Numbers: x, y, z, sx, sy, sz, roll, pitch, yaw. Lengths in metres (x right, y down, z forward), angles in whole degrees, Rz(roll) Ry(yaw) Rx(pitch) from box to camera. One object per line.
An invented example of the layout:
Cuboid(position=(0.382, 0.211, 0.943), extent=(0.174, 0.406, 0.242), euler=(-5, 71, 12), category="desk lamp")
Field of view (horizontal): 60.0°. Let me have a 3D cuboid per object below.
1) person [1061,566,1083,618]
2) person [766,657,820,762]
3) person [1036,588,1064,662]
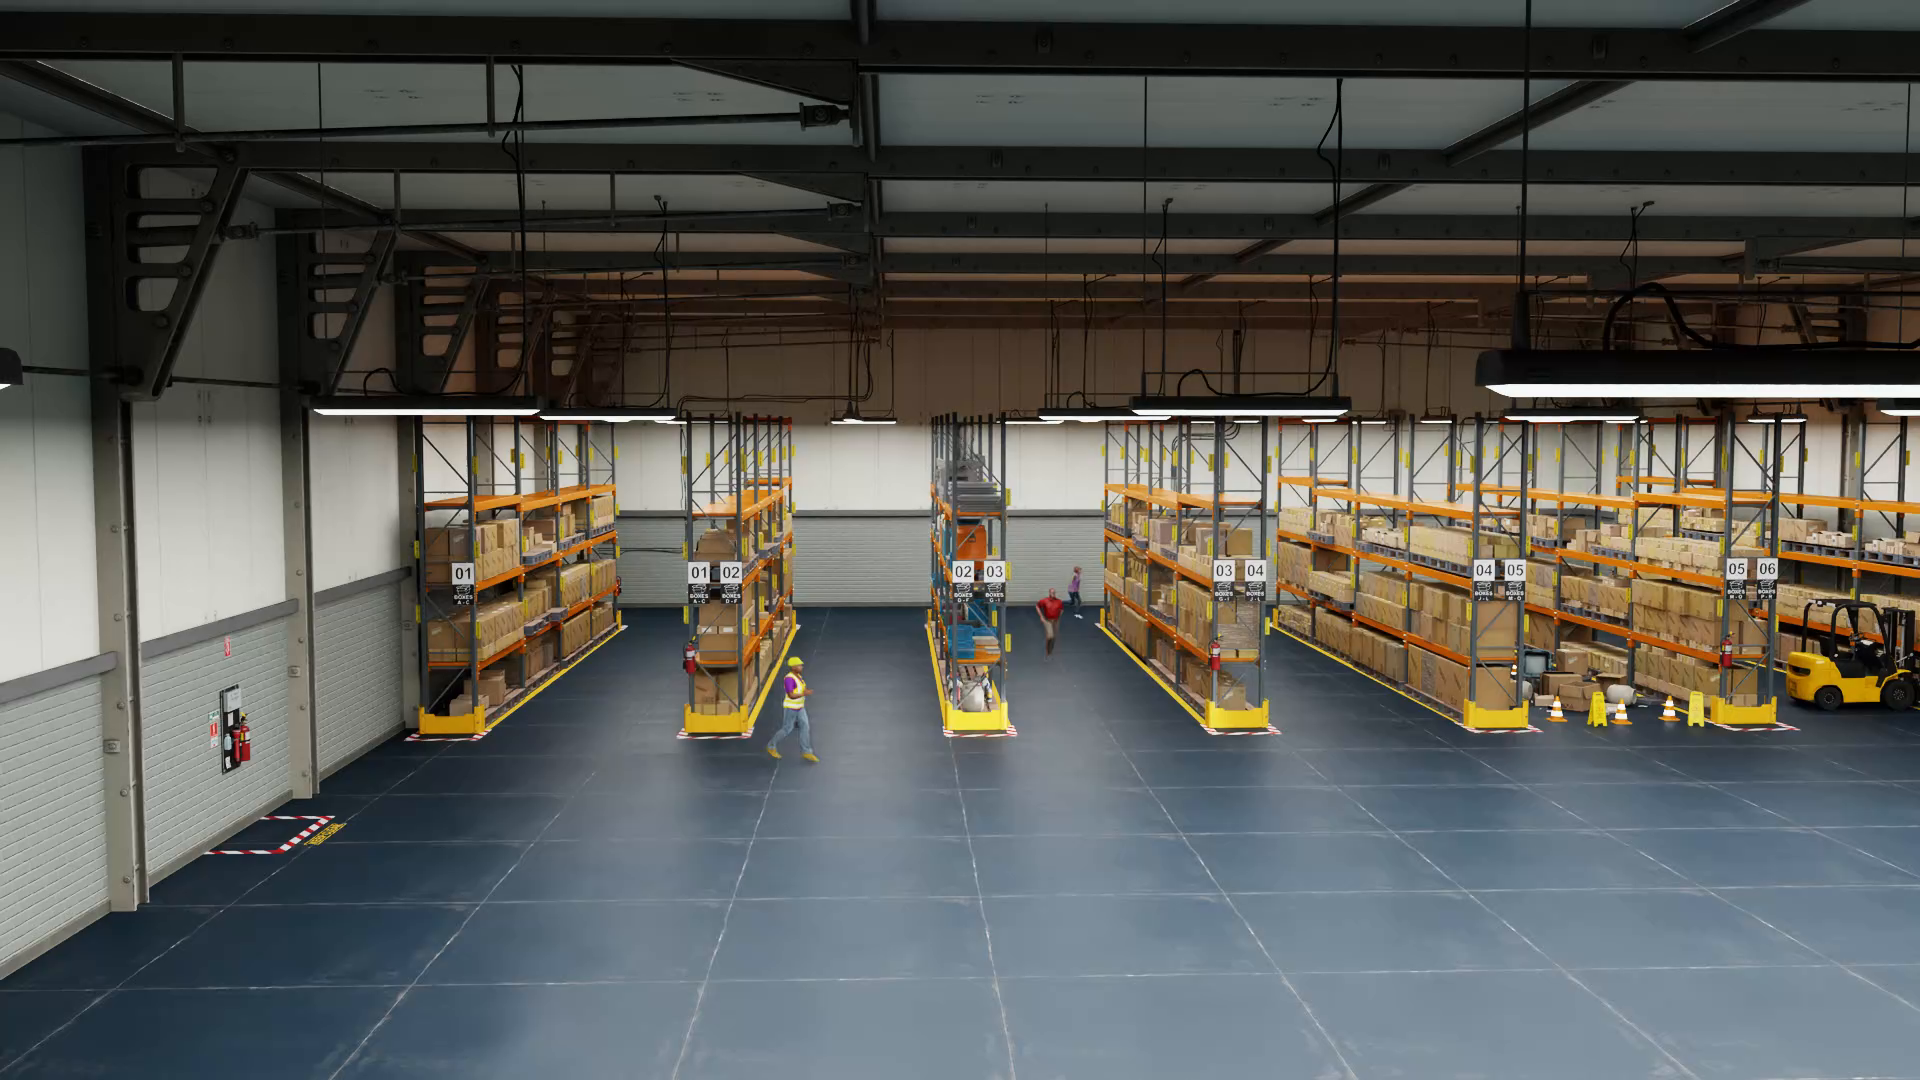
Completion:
Cuboid(position=(3.357, 1.566, 50.014), extent=(0.768, 1.575, 0.552), euler=(2, 4, 28), category="person")
Cuboid(position=(-2.857, 2.880, 28.363), extent=(0.950, 1.781, 0.688), euler=(1, 4, 17), category="person")
Cuboid(position=(2.227, 2.063, 40.370), extent=(0.635, 1.784, 0.760), euler=(-1, 4, -19), category="person")
